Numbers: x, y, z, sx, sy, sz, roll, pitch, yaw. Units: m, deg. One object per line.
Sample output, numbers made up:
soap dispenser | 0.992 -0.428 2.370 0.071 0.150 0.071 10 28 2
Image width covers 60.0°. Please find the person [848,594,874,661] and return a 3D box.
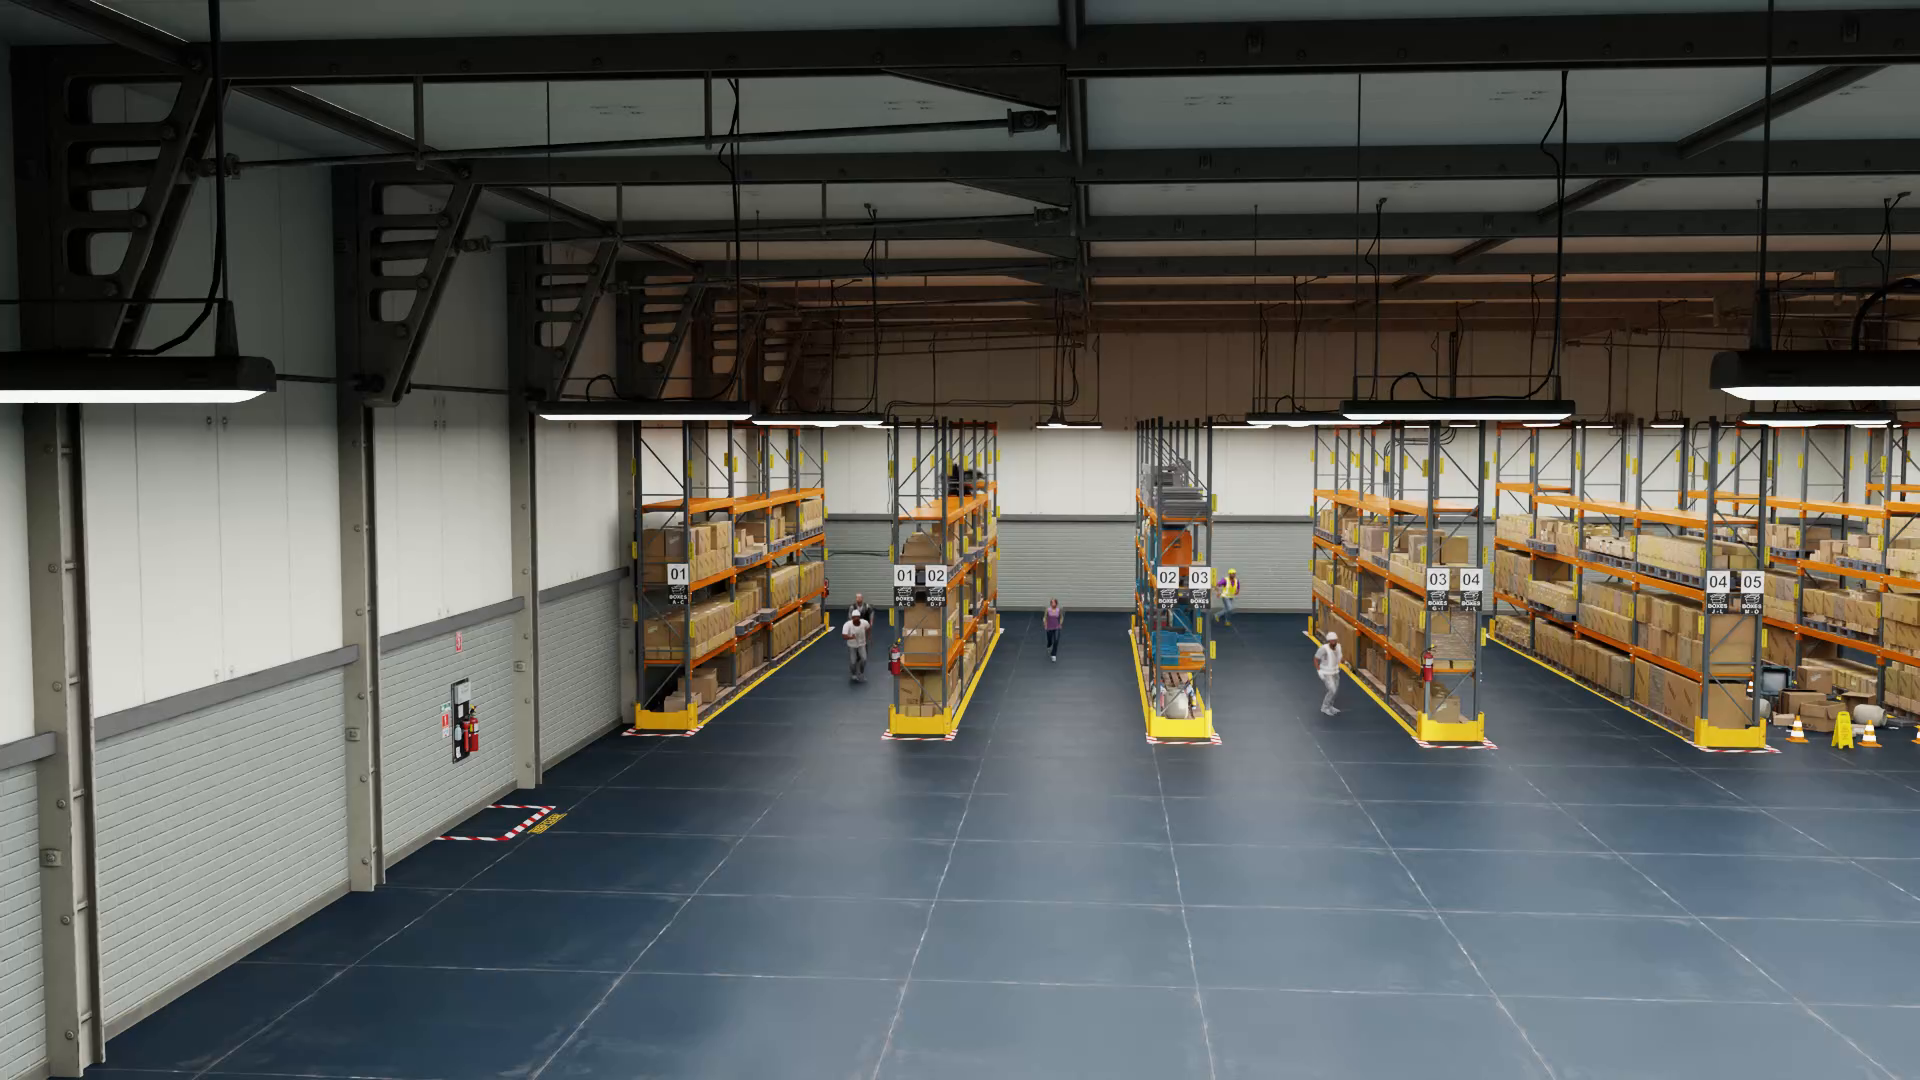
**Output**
person | -2.453 2.198 40.970 0.622 1.755 0.736 0 4 4

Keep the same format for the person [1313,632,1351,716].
person | 7.521 2.700 33.614 0.705 1.717 0.754 -3 5 -35

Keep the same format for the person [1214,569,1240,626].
person | 7.871 1.701 49.160 0.814 1.695 0.637 -3 5 -40

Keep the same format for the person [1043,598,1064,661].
person | 2.344 2.229 41.807 0.520 1.559 0.641 0 4 -3

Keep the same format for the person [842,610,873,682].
person | -2.335 2.406 37.908 0.719 1.668 0.933 -1 4 -10
